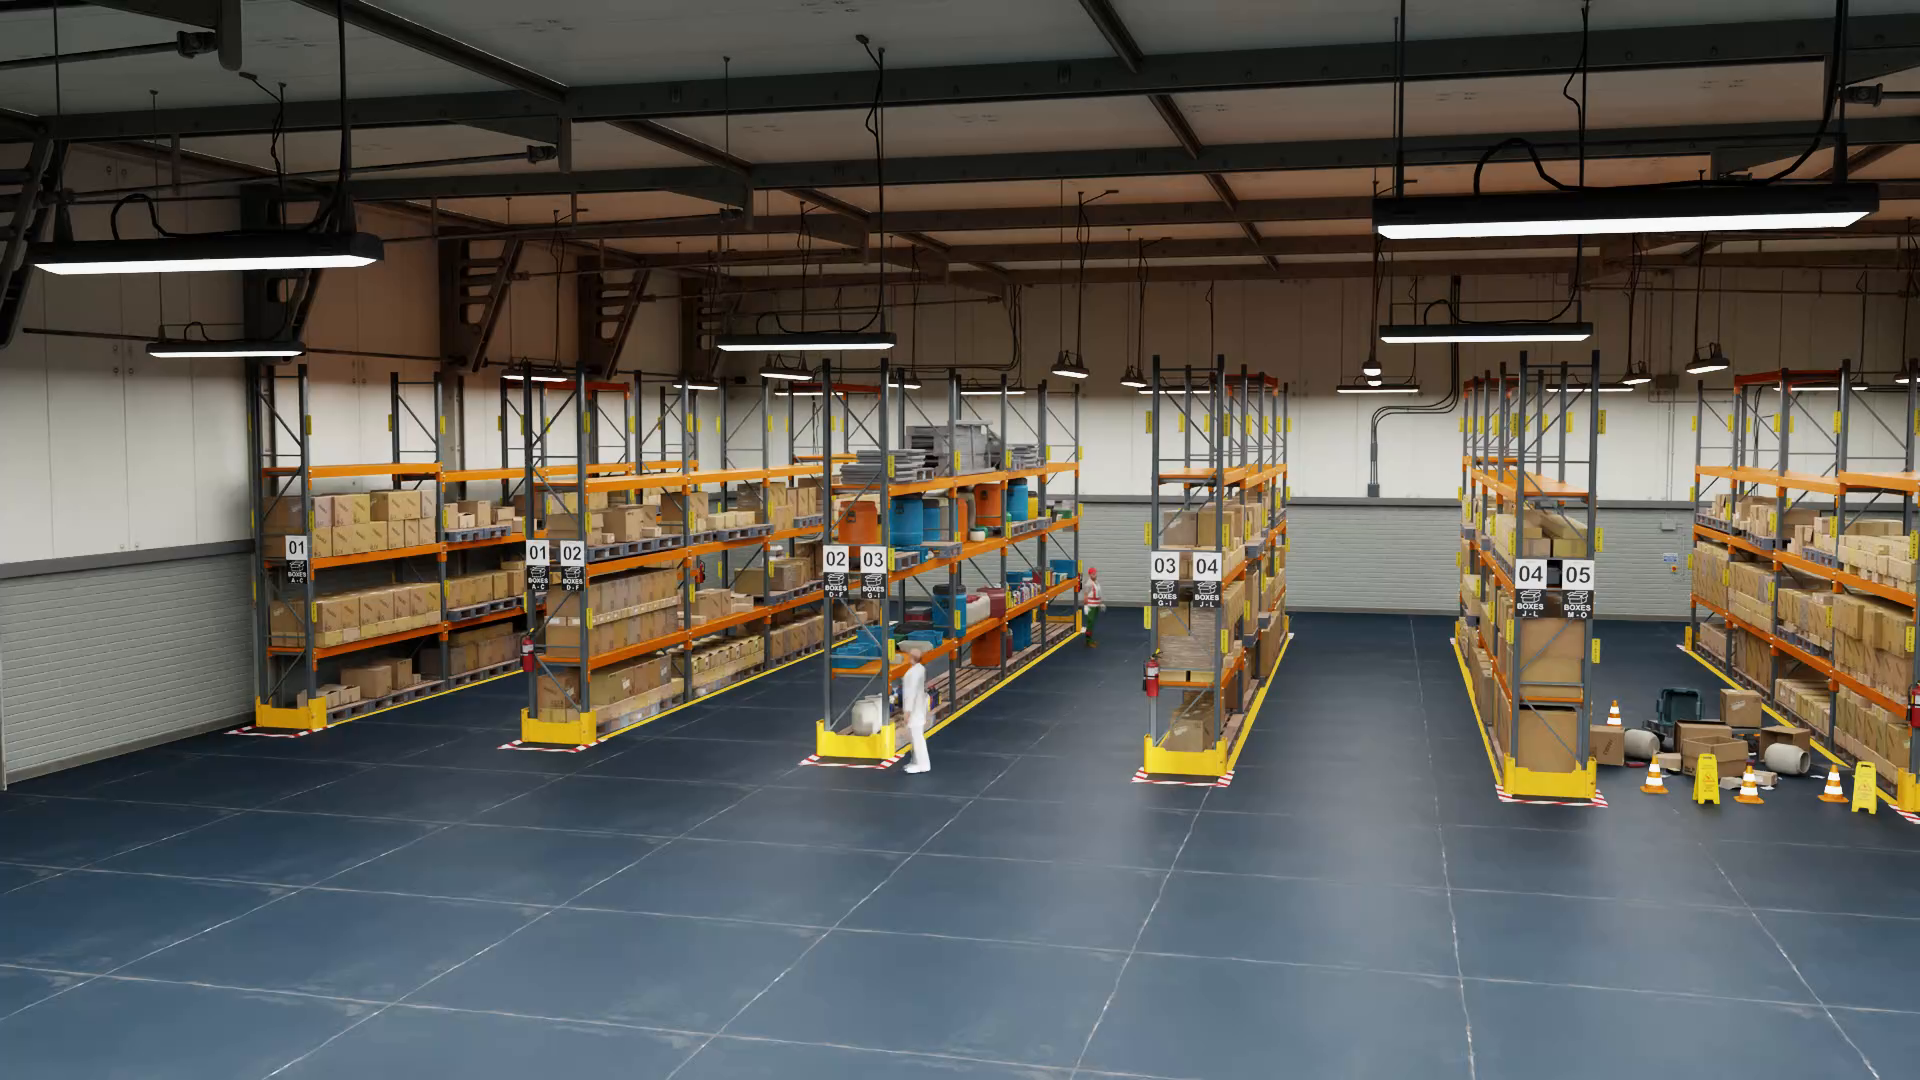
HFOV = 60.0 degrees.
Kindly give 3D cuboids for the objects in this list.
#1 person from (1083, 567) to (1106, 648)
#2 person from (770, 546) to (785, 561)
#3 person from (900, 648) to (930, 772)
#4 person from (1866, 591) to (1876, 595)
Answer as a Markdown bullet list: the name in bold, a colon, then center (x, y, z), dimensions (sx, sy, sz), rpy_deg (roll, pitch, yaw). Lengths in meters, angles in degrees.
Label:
- **person**: center (3.016, 1.526, 37.649), dimensions (0.413, 1.824, 0.641), rpy_deg (2, 5, 31)
- **person**: center (-4.827, 1.036, 44.431), dimensions (0.501, 1.774, 0.618), rpy_deg (1, 4, 19)
- **person**: center (-0.646, 2.565, 24.023), dimensions (0.434, 1.603, 0.675), rpy_deg (0, 4, 0)
- **person**: center (18.846, 1.808, 34.815), dimensions (0.520, 1.727, 0.597), rpy_deg (-3, 5, -41)
